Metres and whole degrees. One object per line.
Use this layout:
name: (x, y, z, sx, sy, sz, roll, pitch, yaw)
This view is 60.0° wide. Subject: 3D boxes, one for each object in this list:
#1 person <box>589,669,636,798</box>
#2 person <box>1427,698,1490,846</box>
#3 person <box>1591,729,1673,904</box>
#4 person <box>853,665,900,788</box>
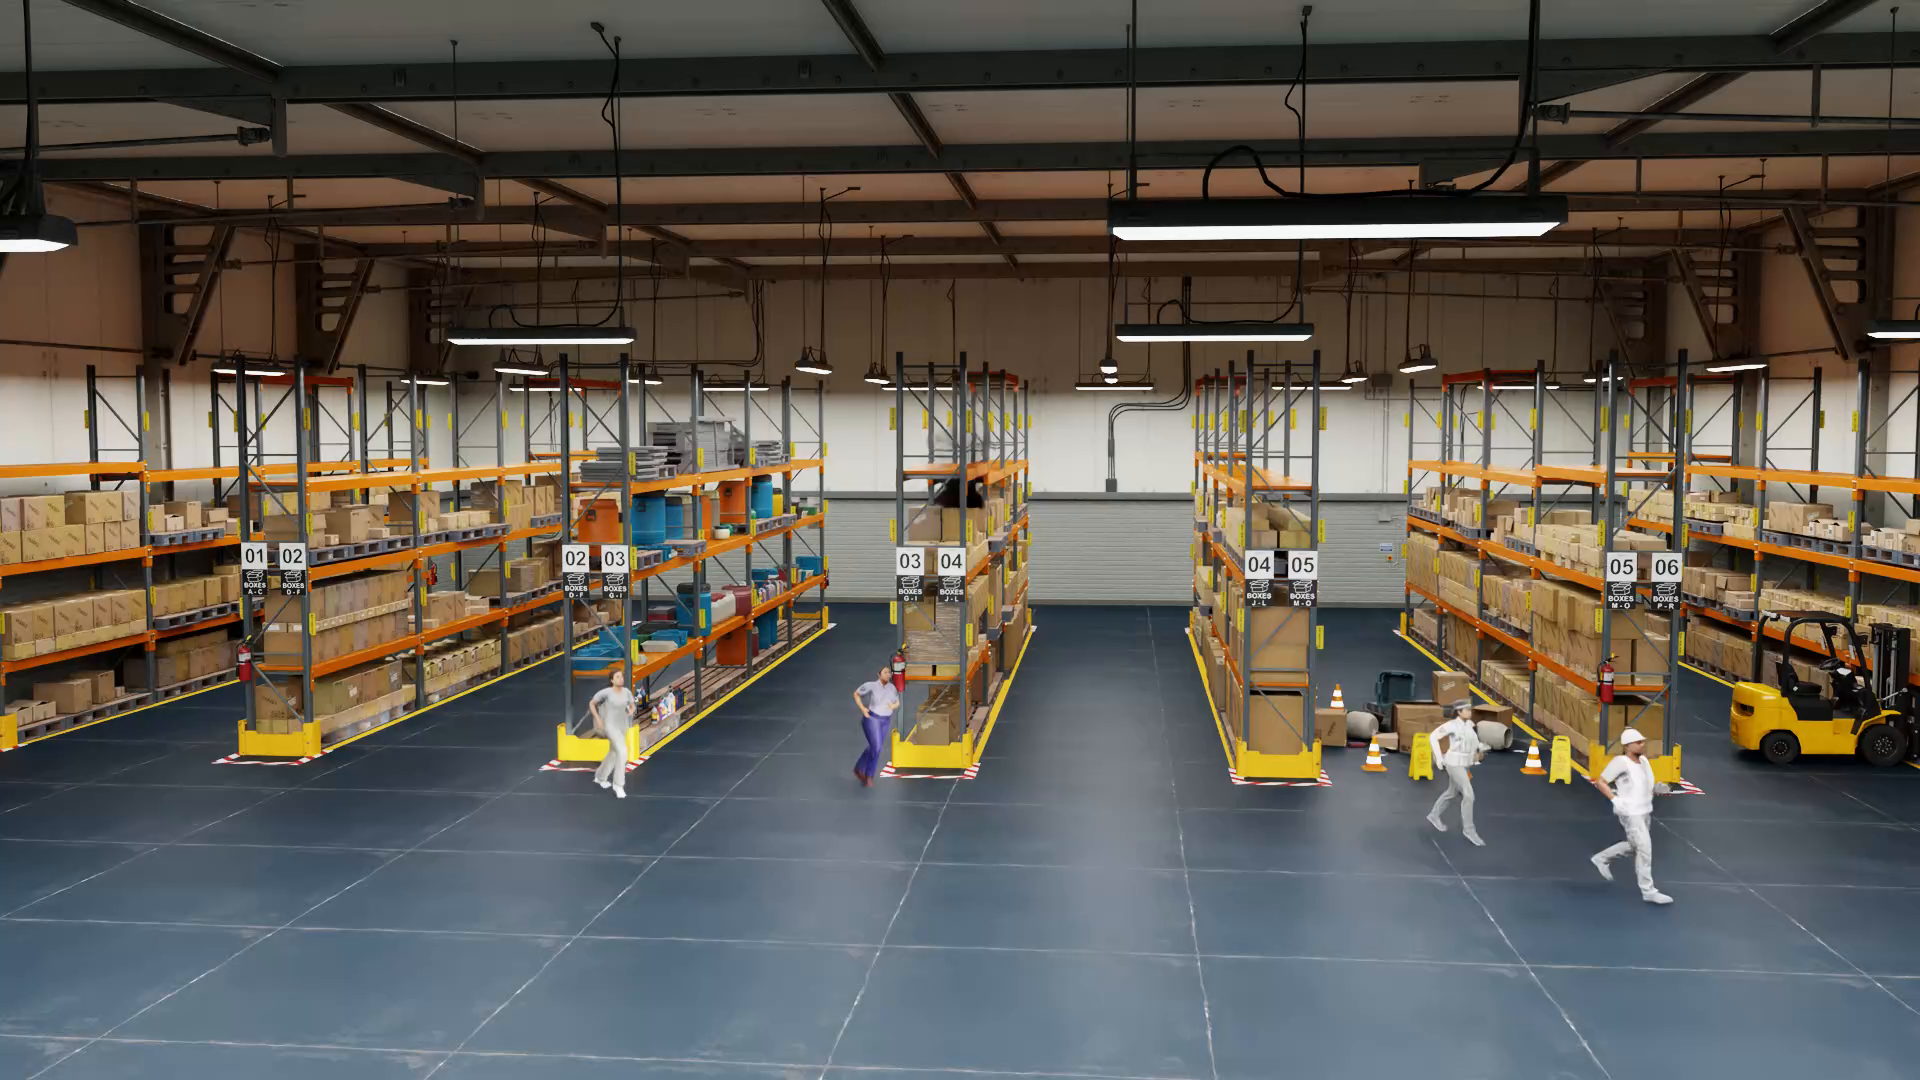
person: (-4.662, 2.581, 22.432, 0.735, 1.711, 0.557, 3, 5, 36)
person: (5.956, 2.734, 19.914, 0.581, 1.738, 0.849, -4, 6, -42)
person: (7.065, 2.865, 17.482, 0.695, 1.763, 0.964, -3, 5, -40)
person: (-1.176, 2.574, 23.096, 0.638, 1.700, 0.665, -4, 5, -41)
